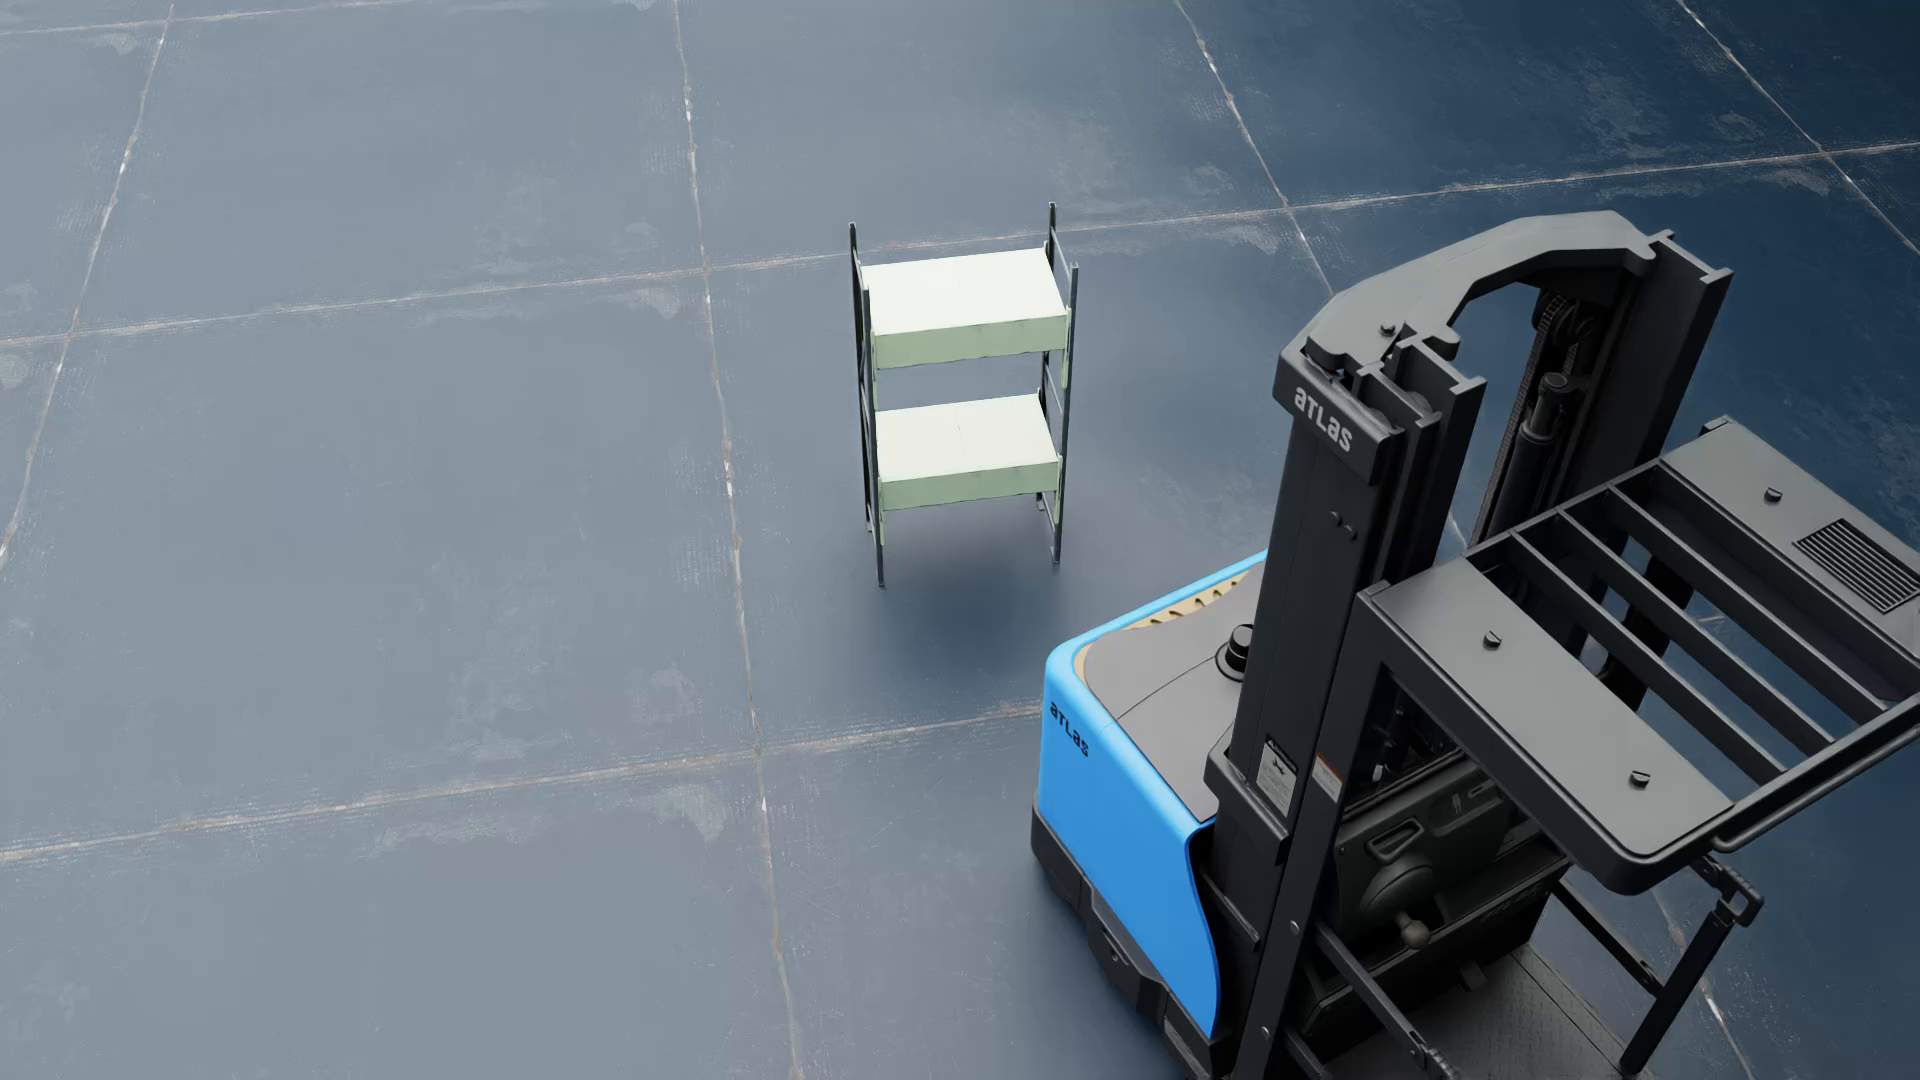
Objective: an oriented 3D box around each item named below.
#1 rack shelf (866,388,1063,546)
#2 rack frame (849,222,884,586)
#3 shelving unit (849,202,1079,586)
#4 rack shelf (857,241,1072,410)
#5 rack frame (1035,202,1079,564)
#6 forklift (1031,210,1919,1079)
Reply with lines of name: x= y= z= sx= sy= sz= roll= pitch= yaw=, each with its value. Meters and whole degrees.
rack shelf: x=0.007 y=-0.295 z=6.639 sx=0.720 sy=0.370 sz=0.431 roll=-7 pitch=46 yaw=-7
rack frame: x=-0.354 y=-0.476 z=6.361 sx=0.023 sy=1.500 sz=0.400 roll=-7 pitch=46 yaw=-7
shelving unit: x=0.007 y=-0.521 z=6.404 sx=0.755 sy=1.500 sz=0.431 roll=-7 pitch=46 yaw=-7
rack shelf: x=0.007 y=-0.792 z=6.123 sx=0.720 sy=0.370 sz=0.431 roll=-7 pitch=46 yaw=-7
rack frame: x=0.367 y=-0.566 z=6.447 sx=0.023 sy=1.500 sz=0.400 roll=-7 pitch=46 yaw=-7
forklift: x=1.428 y=0.812 z=4.125 sx=1.130 sy=2.935 sz=3.031 roll=-23 pitch=50 yaw=-21
